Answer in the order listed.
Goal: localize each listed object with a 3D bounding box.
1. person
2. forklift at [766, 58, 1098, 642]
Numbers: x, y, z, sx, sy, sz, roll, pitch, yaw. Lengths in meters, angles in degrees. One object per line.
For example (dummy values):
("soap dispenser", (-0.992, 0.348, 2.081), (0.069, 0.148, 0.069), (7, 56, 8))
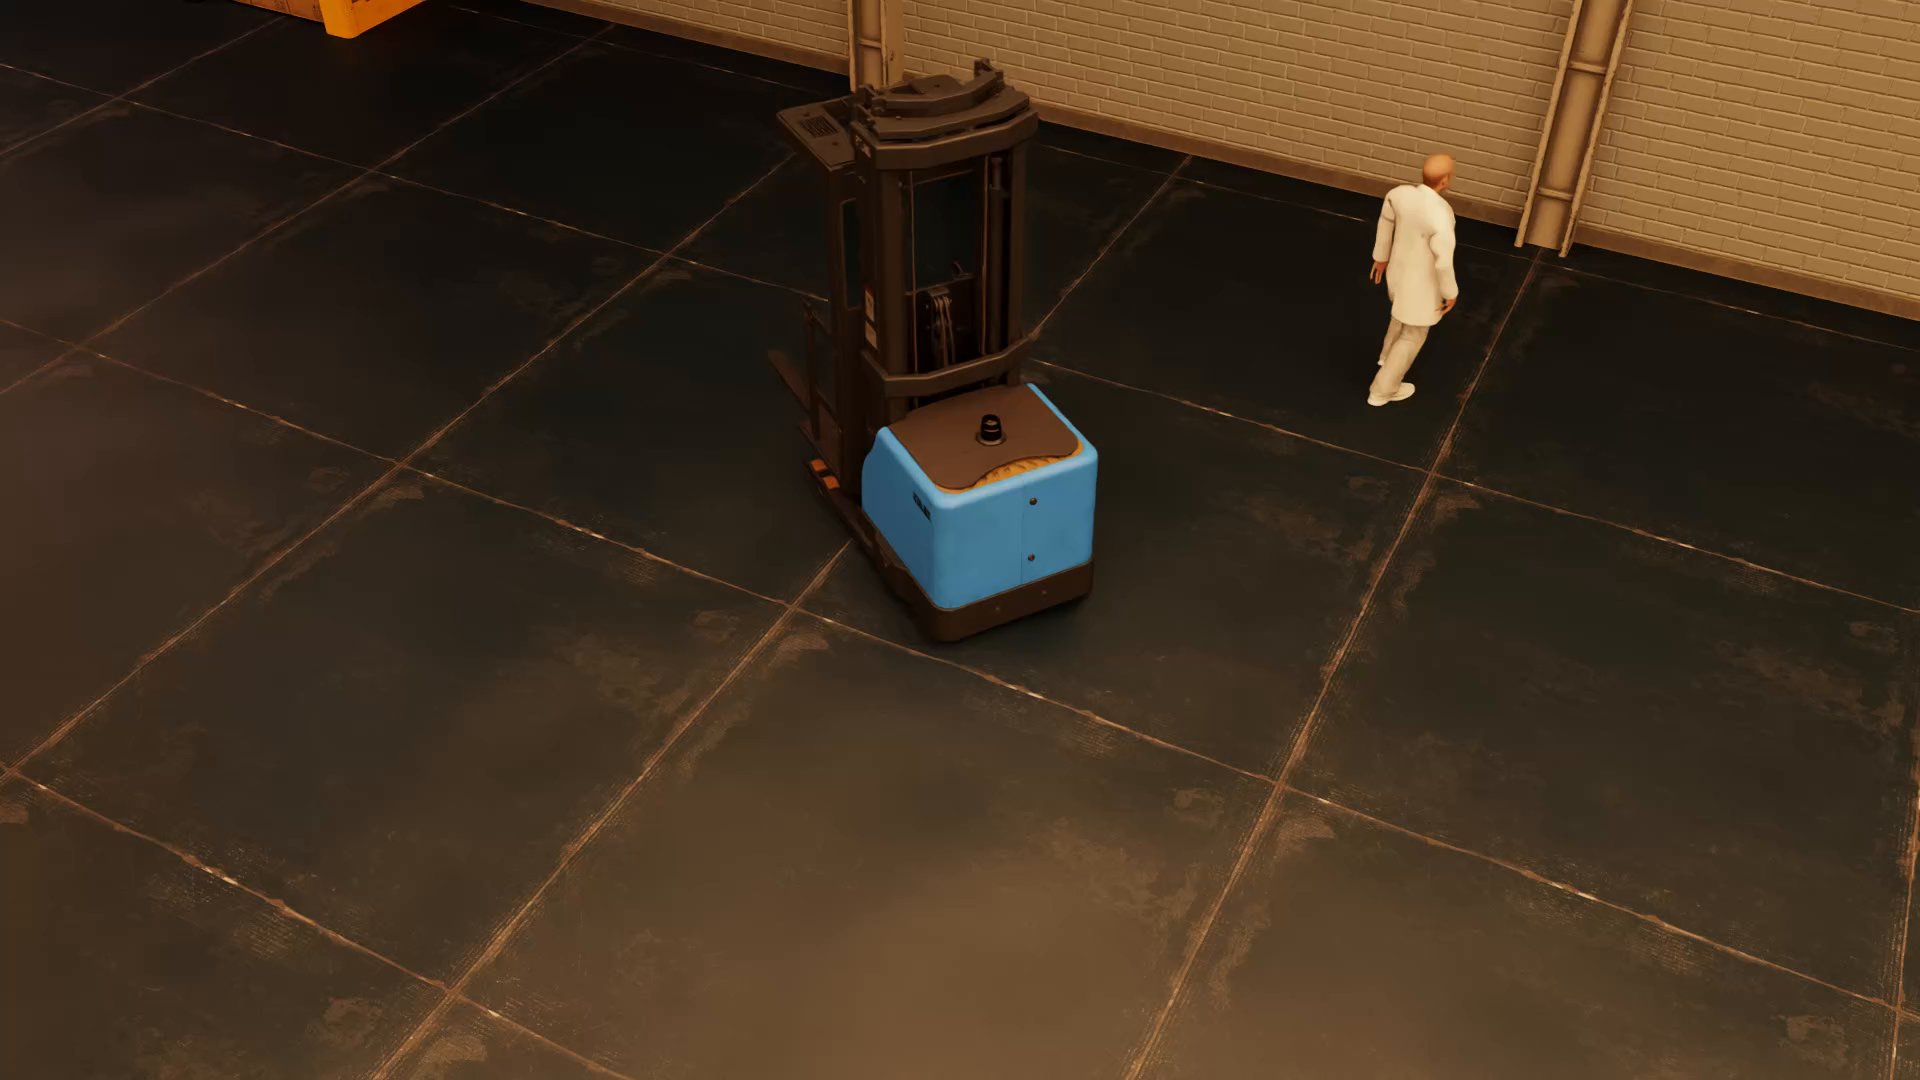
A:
("person", (3.023, -1.712, 10.982), (0.618, 1.824, 0.691), (-18, 43, -20))
("forklift", (-0.342, -1.485, 9.750), (1.130, 2.935, 3.031), (-18, 43, -21))
